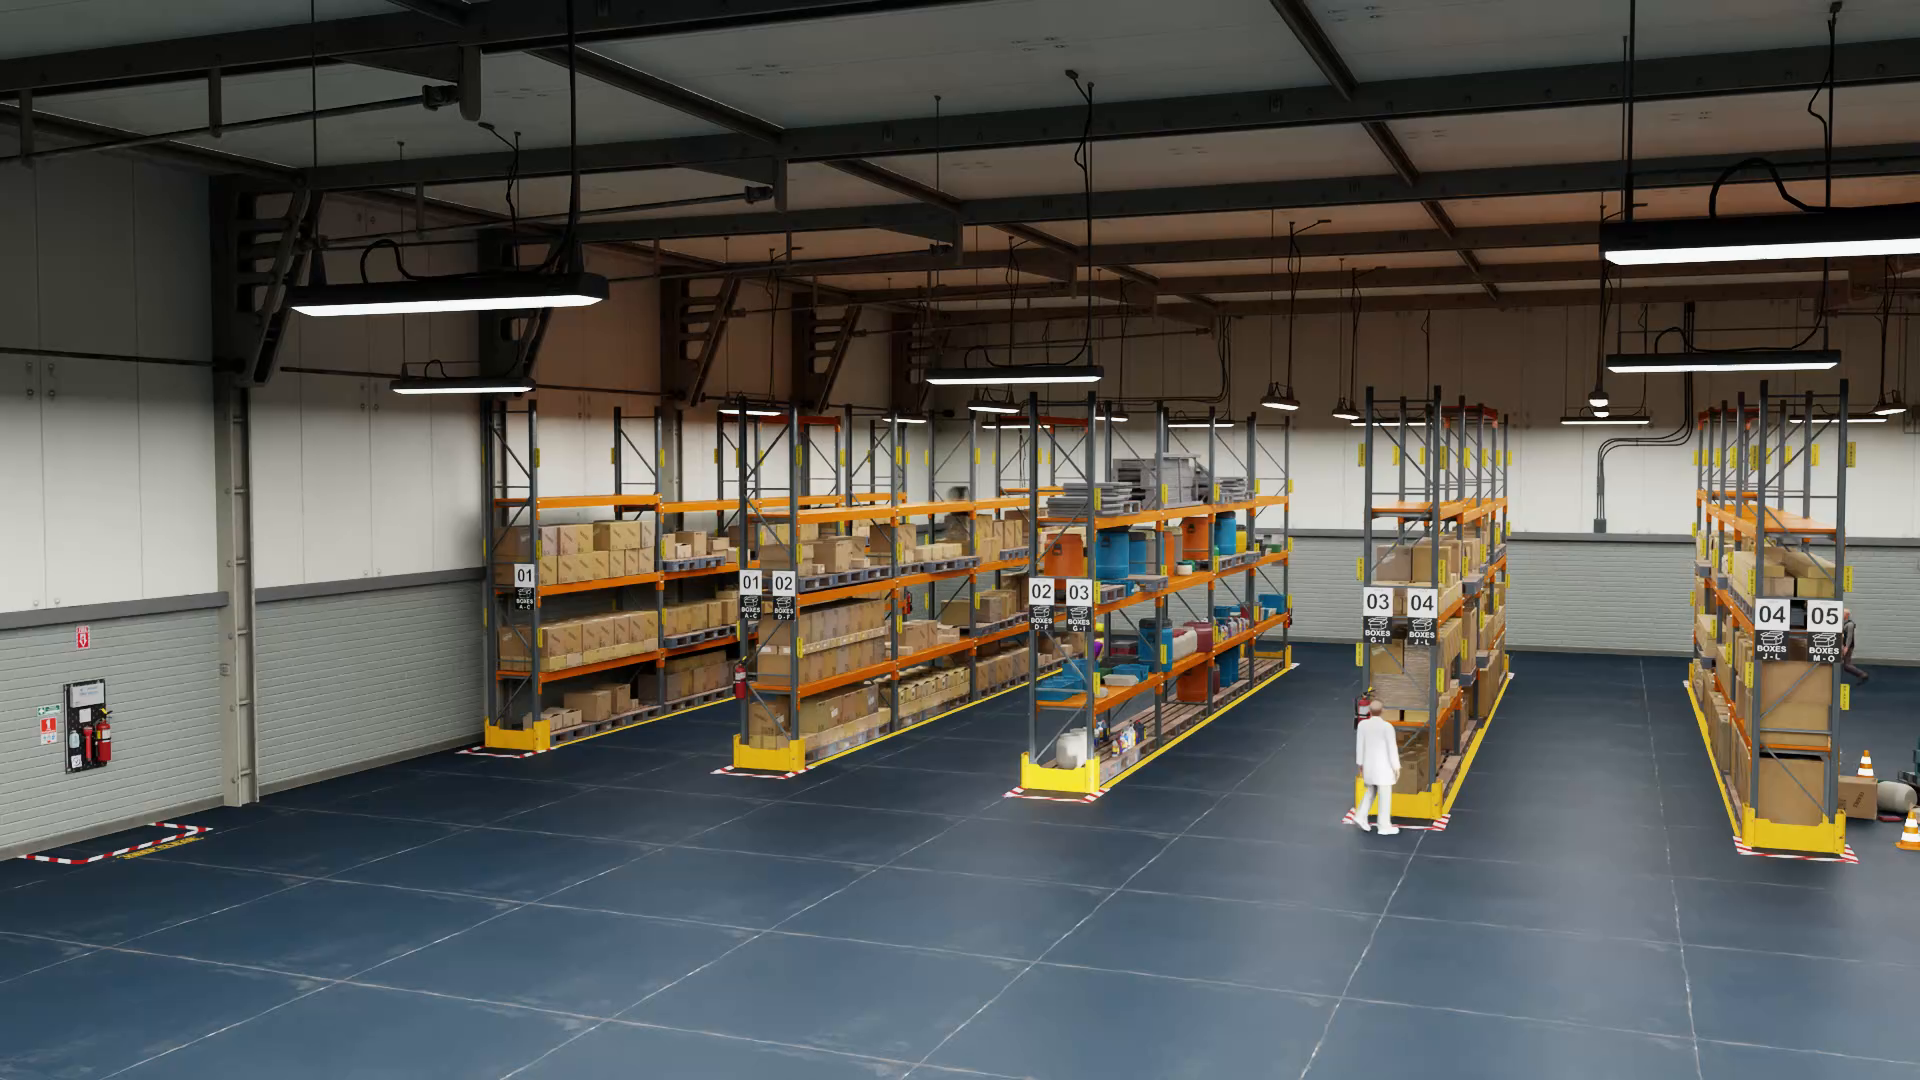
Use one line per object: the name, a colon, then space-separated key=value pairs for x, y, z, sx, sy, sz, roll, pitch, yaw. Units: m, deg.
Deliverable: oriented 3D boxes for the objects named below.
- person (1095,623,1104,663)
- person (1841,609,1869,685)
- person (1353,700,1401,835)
person: x=2.655 y=2.504 z=32.747 sx=0.521 sy=1.751 sz=0.639 roll=0 pitch=3 yaw=-1
person: x=19.411 y=2.352 z=36.402 sx=0.845 sy=1.685 sz=0.555 roll=1 pitch=3 yaw=18
person: x=5.602 y=3.030 z=22.146 sx=0.530 sy=1.803 sz=0.648 roll=-2 pitch=3 yaw=-36
